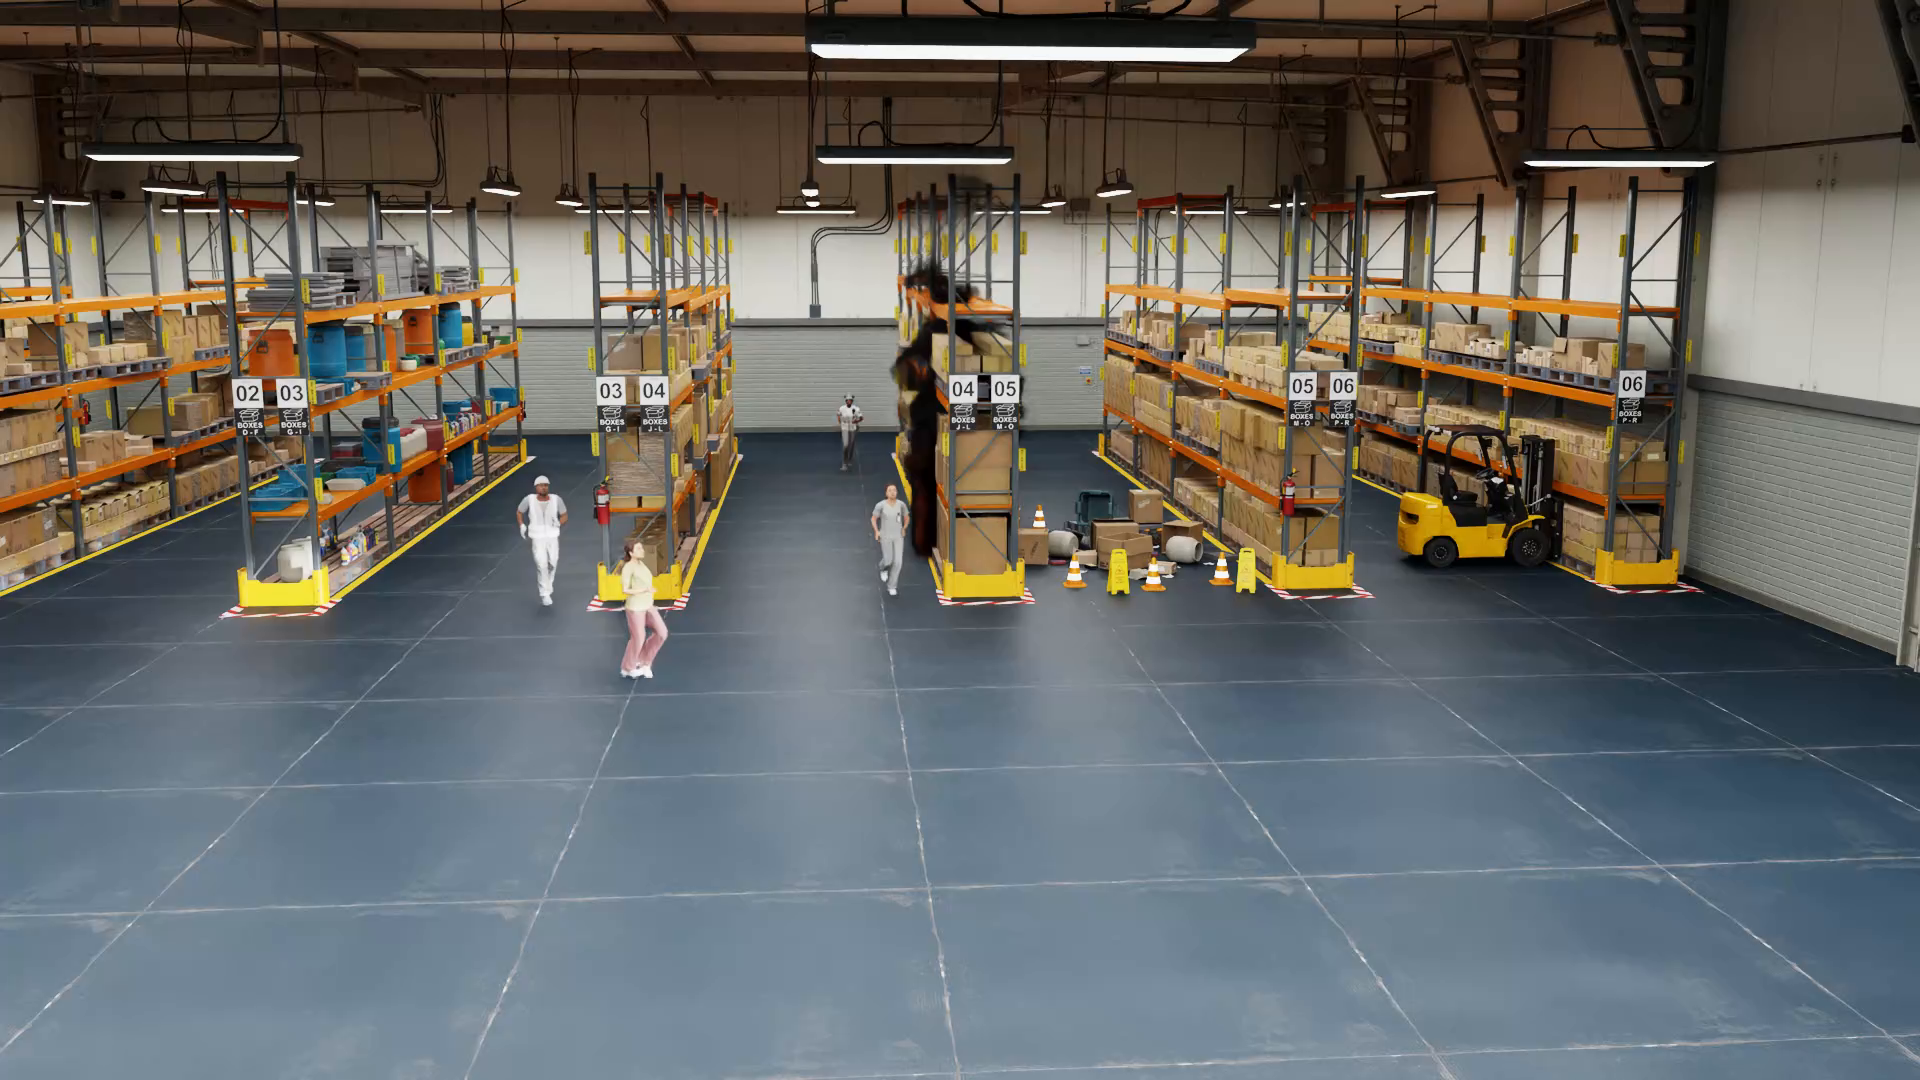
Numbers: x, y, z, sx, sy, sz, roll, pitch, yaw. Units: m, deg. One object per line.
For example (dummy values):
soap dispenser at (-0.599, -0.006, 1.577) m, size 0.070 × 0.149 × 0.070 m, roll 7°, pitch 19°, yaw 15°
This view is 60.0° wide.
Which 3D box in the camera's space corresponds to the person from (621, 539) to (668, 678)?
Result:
person at (-3.699, 0.813, 19.332) m, size 0.603 × 1.667 × 0.562 m, roll 5°, pitch 11°, yaw 25°

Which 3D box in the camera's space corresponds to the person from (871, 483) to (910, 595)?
person at (-1.007, -0.035, 24.276) m, size 0.573 × 1.628 × 0.573 m, roll -2°, pitch 10°, yaw -13°

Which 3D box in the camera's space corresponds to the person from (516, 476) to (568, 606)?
person at (-5.928, -0.028, 23.700) m, size 0.690 × 1.799 × 0.876 m, roll -4°, pitch 11°, yaw -23°

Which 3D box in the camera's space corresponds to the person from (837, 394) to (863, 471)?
person at (-2.492, -2.453, 37.806) m, size 0.589 × 1.763 × 0.718 m, roll -1°, pitch 10°, yaw -4°
